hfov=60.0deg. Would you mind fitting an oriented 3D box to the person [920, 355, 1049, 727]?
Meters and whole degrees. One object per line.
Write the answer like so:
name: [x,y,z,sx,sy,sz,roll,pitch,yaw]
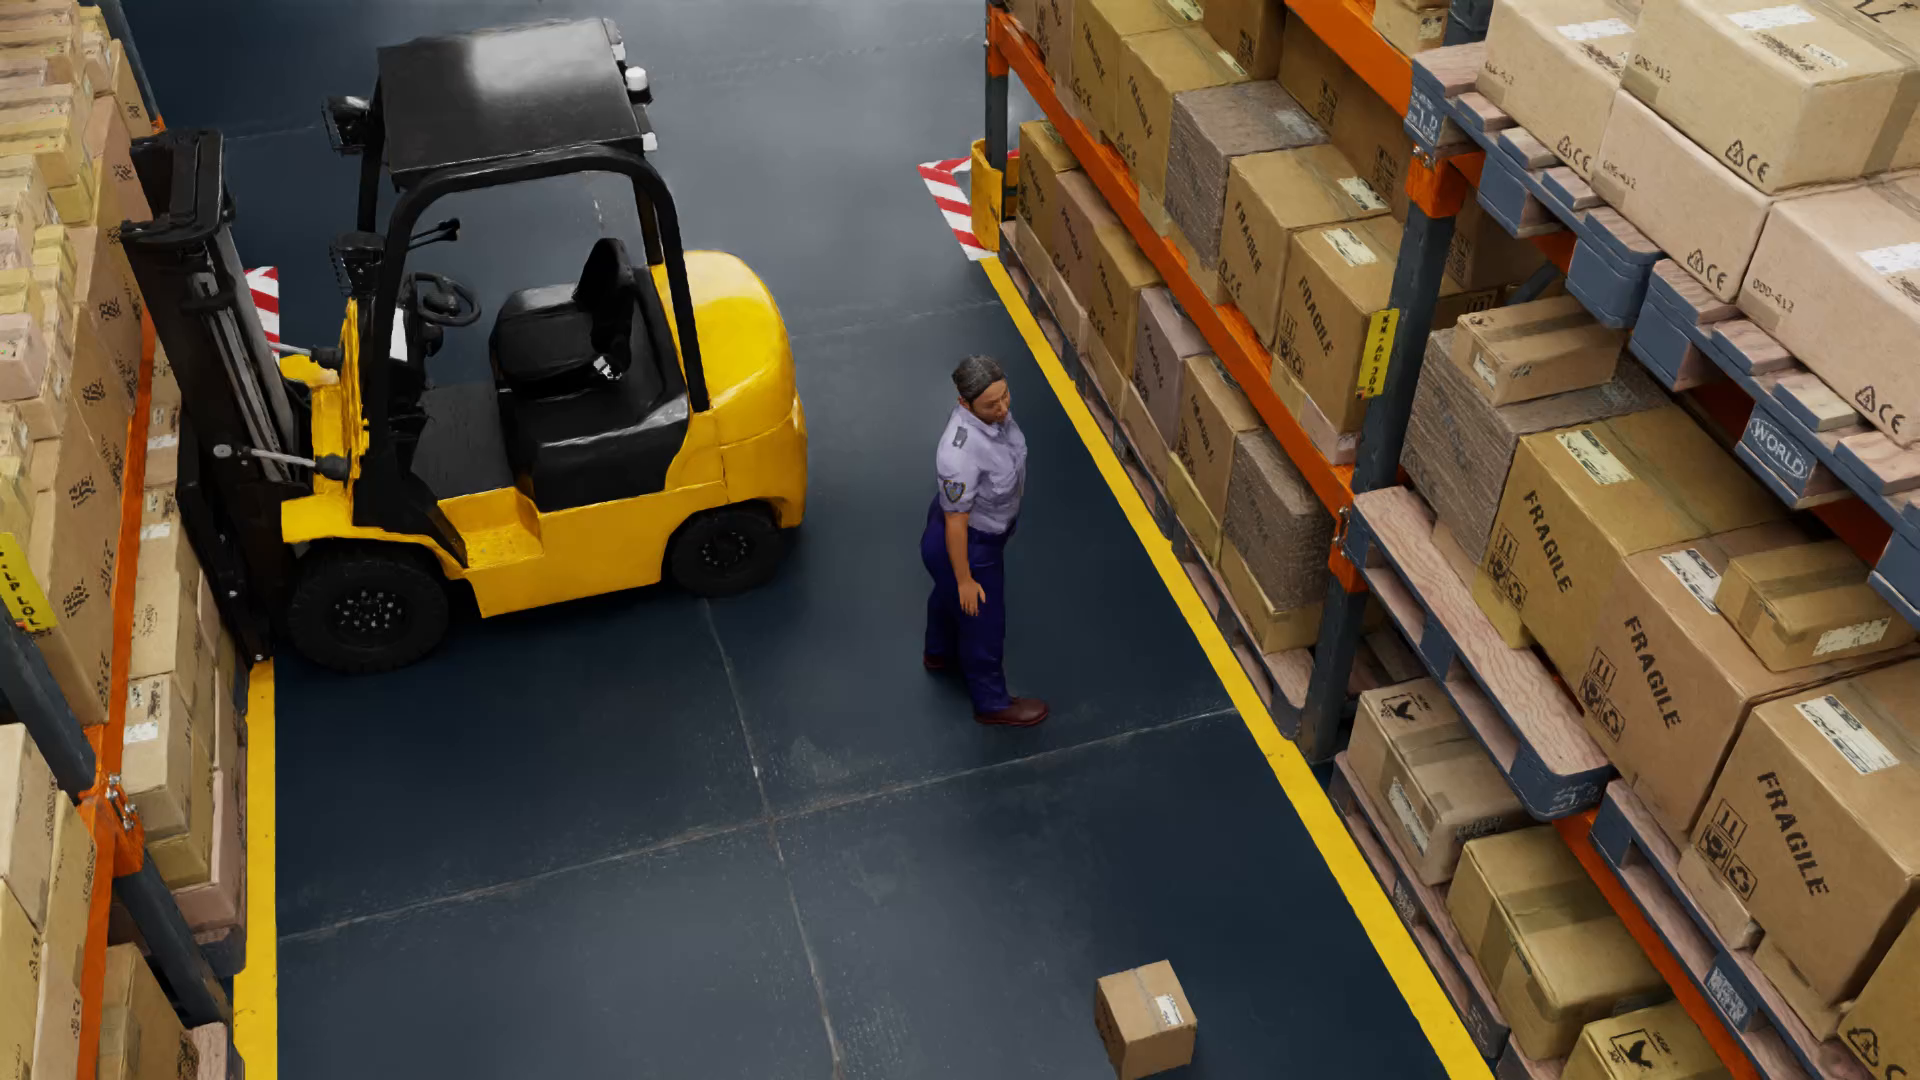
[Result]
person: [0.099,0.001,6.140,0.544,1.646,0.583,6,43,7]
